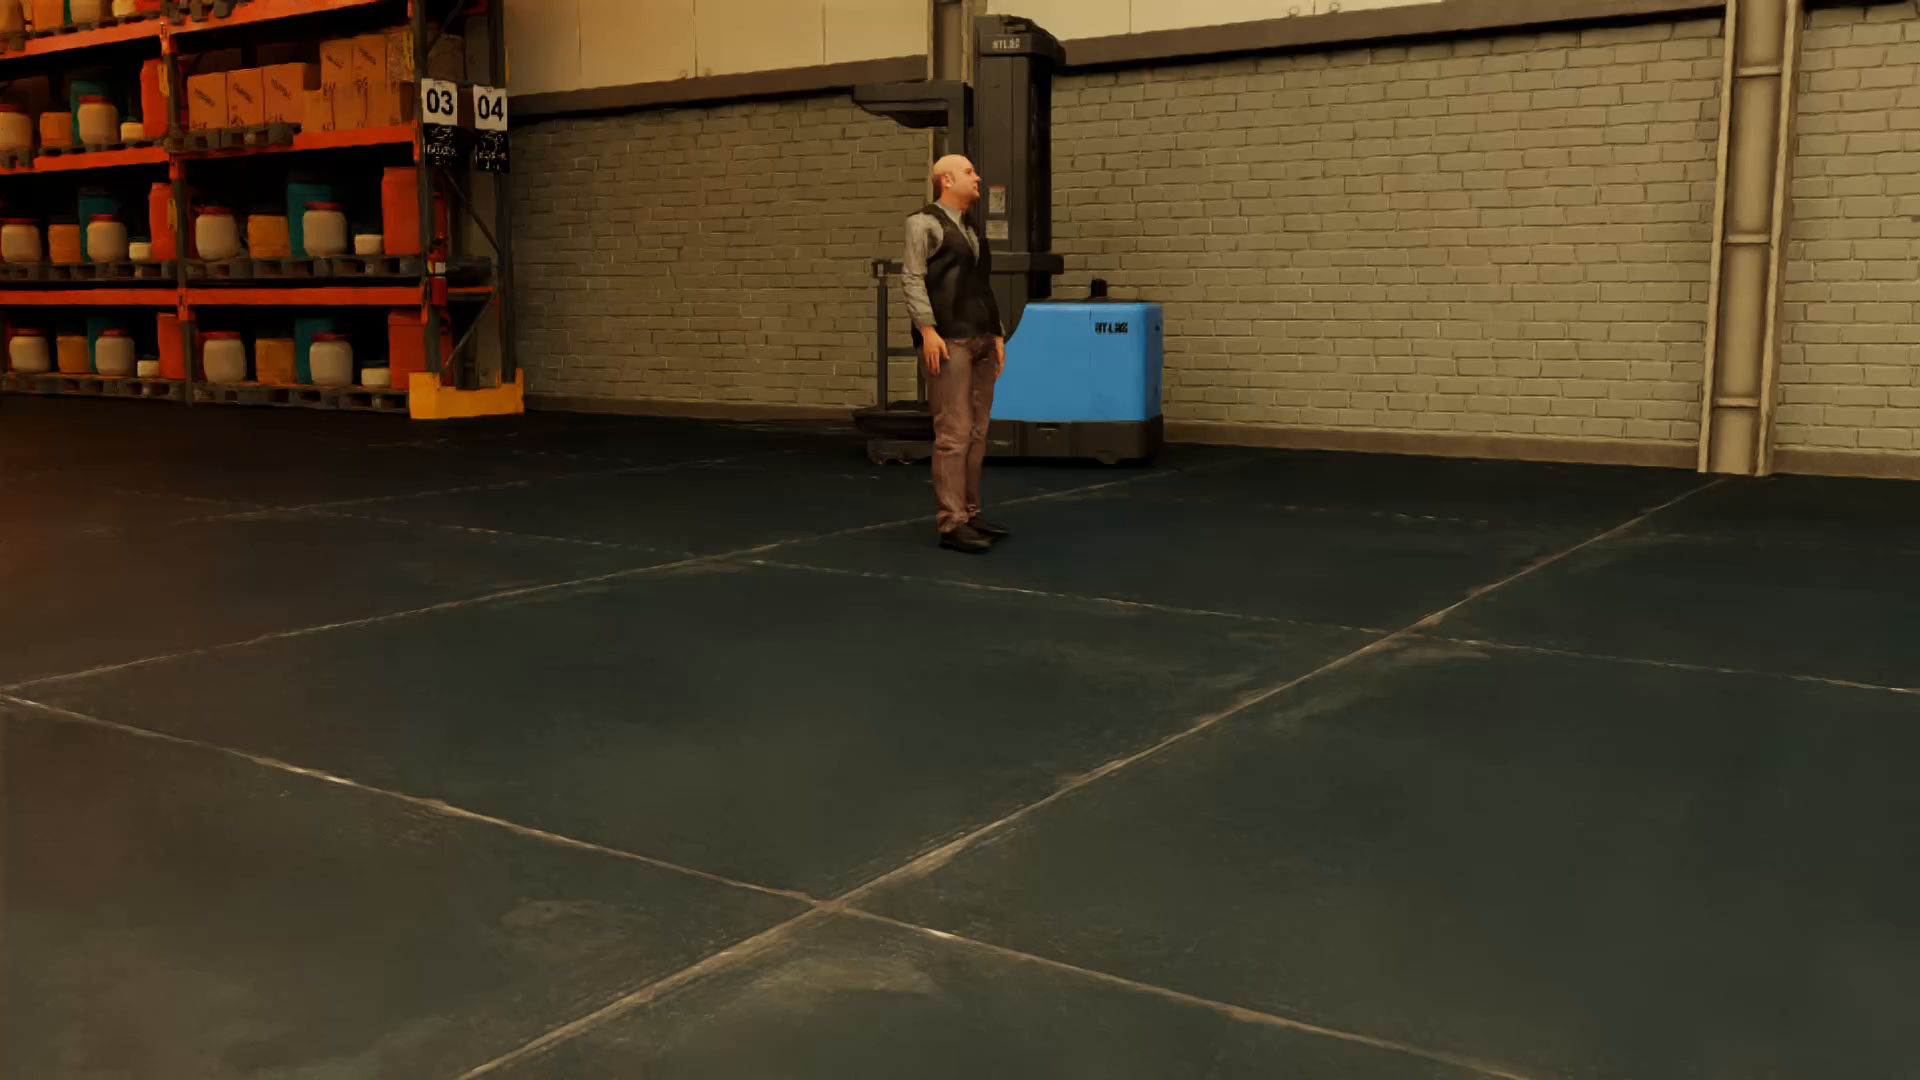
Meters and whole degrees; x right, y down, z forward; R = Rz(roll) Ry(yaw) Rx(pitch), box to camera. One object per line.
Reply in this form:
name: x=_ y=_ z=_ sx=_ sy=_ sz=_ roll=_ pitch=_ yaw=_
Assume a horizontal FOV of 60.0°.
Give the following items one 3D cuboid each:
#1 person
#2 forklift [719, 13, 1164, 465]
person: x=0.047 y=-0.854 z=7.440 sx=0.567 sy=1.720 sz=0.632 roll=5 pitch=10 yaw=34
forklift: x=-0.143 y=-2.029 z=11.464 sx=3.031 sy=2.935 sz=1.130 roll=2 pitch=8 yaw=14
